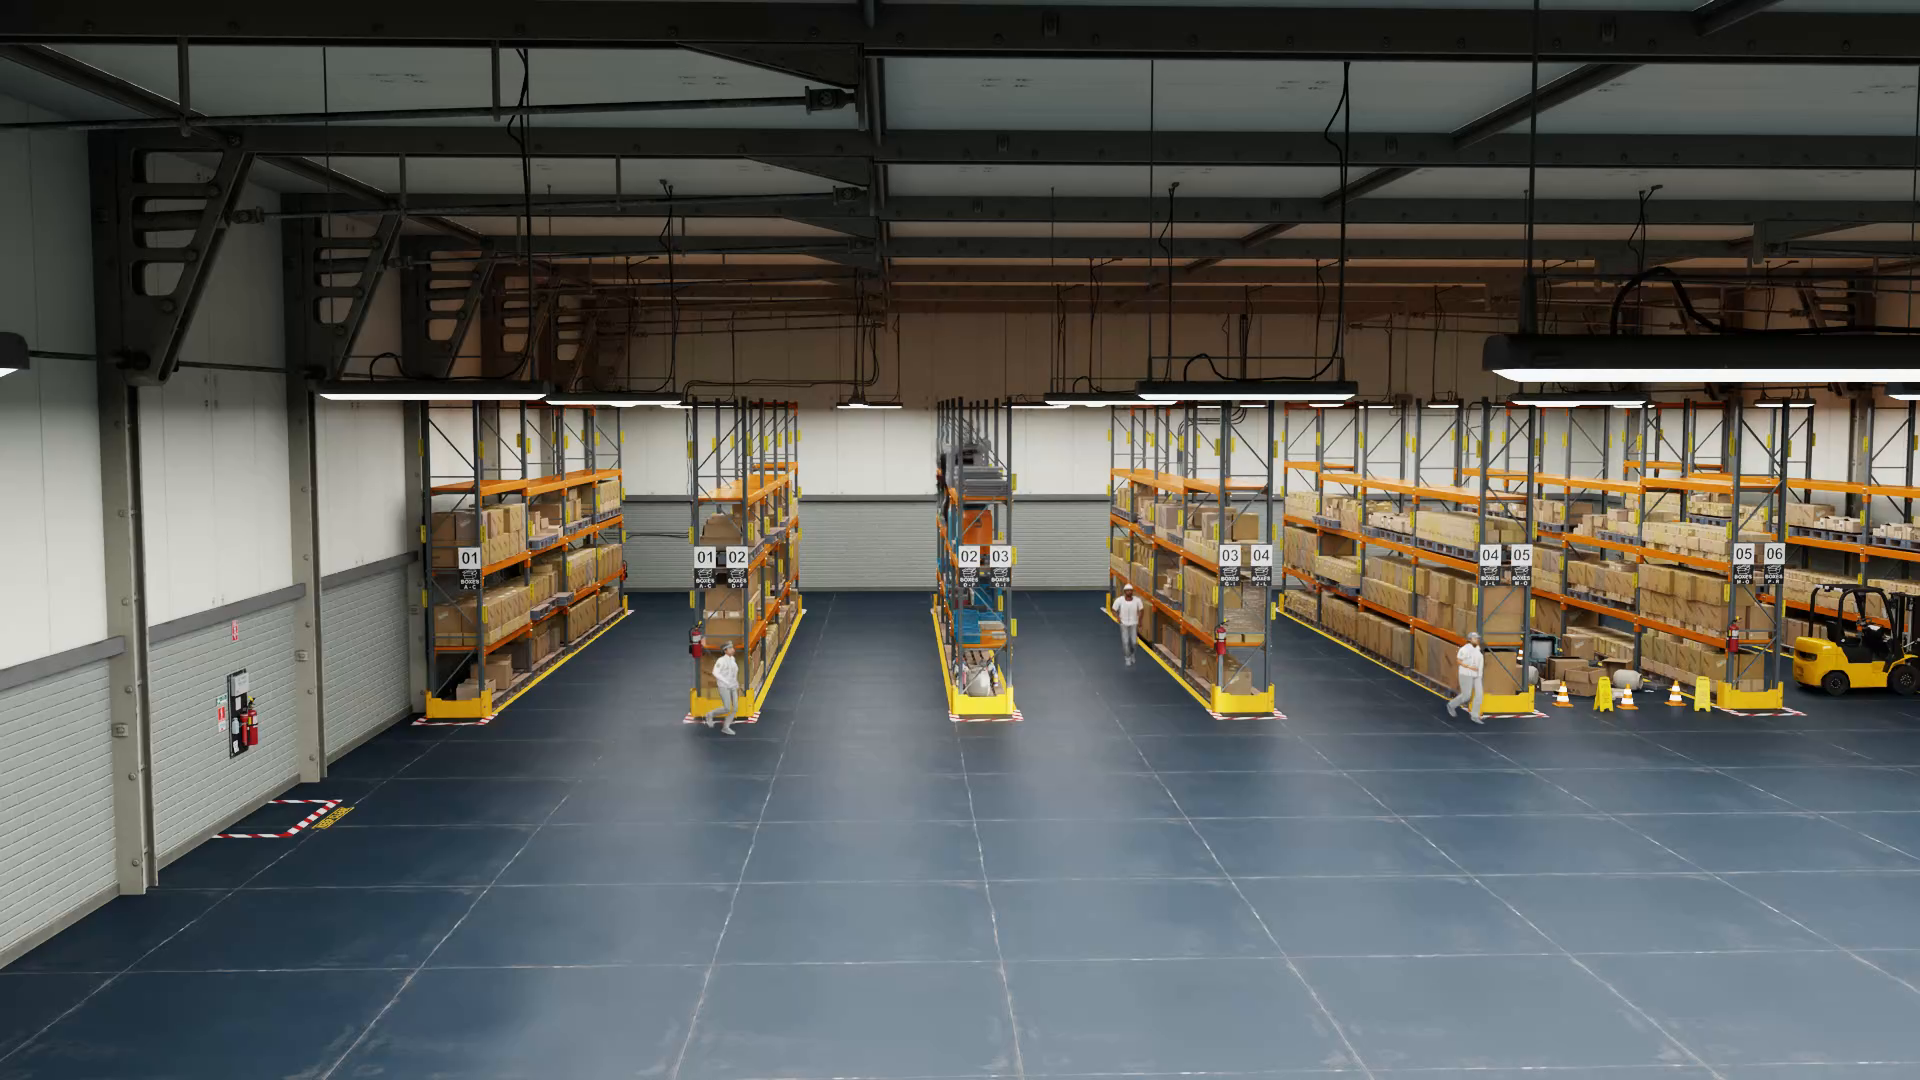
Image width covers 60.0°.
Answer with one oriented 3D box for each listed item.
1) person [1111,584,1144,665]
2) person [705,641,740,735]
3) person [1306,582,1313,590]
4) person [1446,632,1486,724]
[{"bbox_3d":[3.601,1.813,35.683,0.705,1.745,0.533,0,4,1],"label":"person"},{"bbox_3d":[-4.199,2.616,29.677,0.597,1.664,0.638,2,5,27],"label":"person"},{"bbox_3d":[10.405,1.102,48.887,0.629,1.652,0.612,-1,4,-9],"label":"person"},{"bbox_3d":[9.443,2.539,30.792,0.629,1.682,0.762,-3,5,-30],"label":"person"}]
